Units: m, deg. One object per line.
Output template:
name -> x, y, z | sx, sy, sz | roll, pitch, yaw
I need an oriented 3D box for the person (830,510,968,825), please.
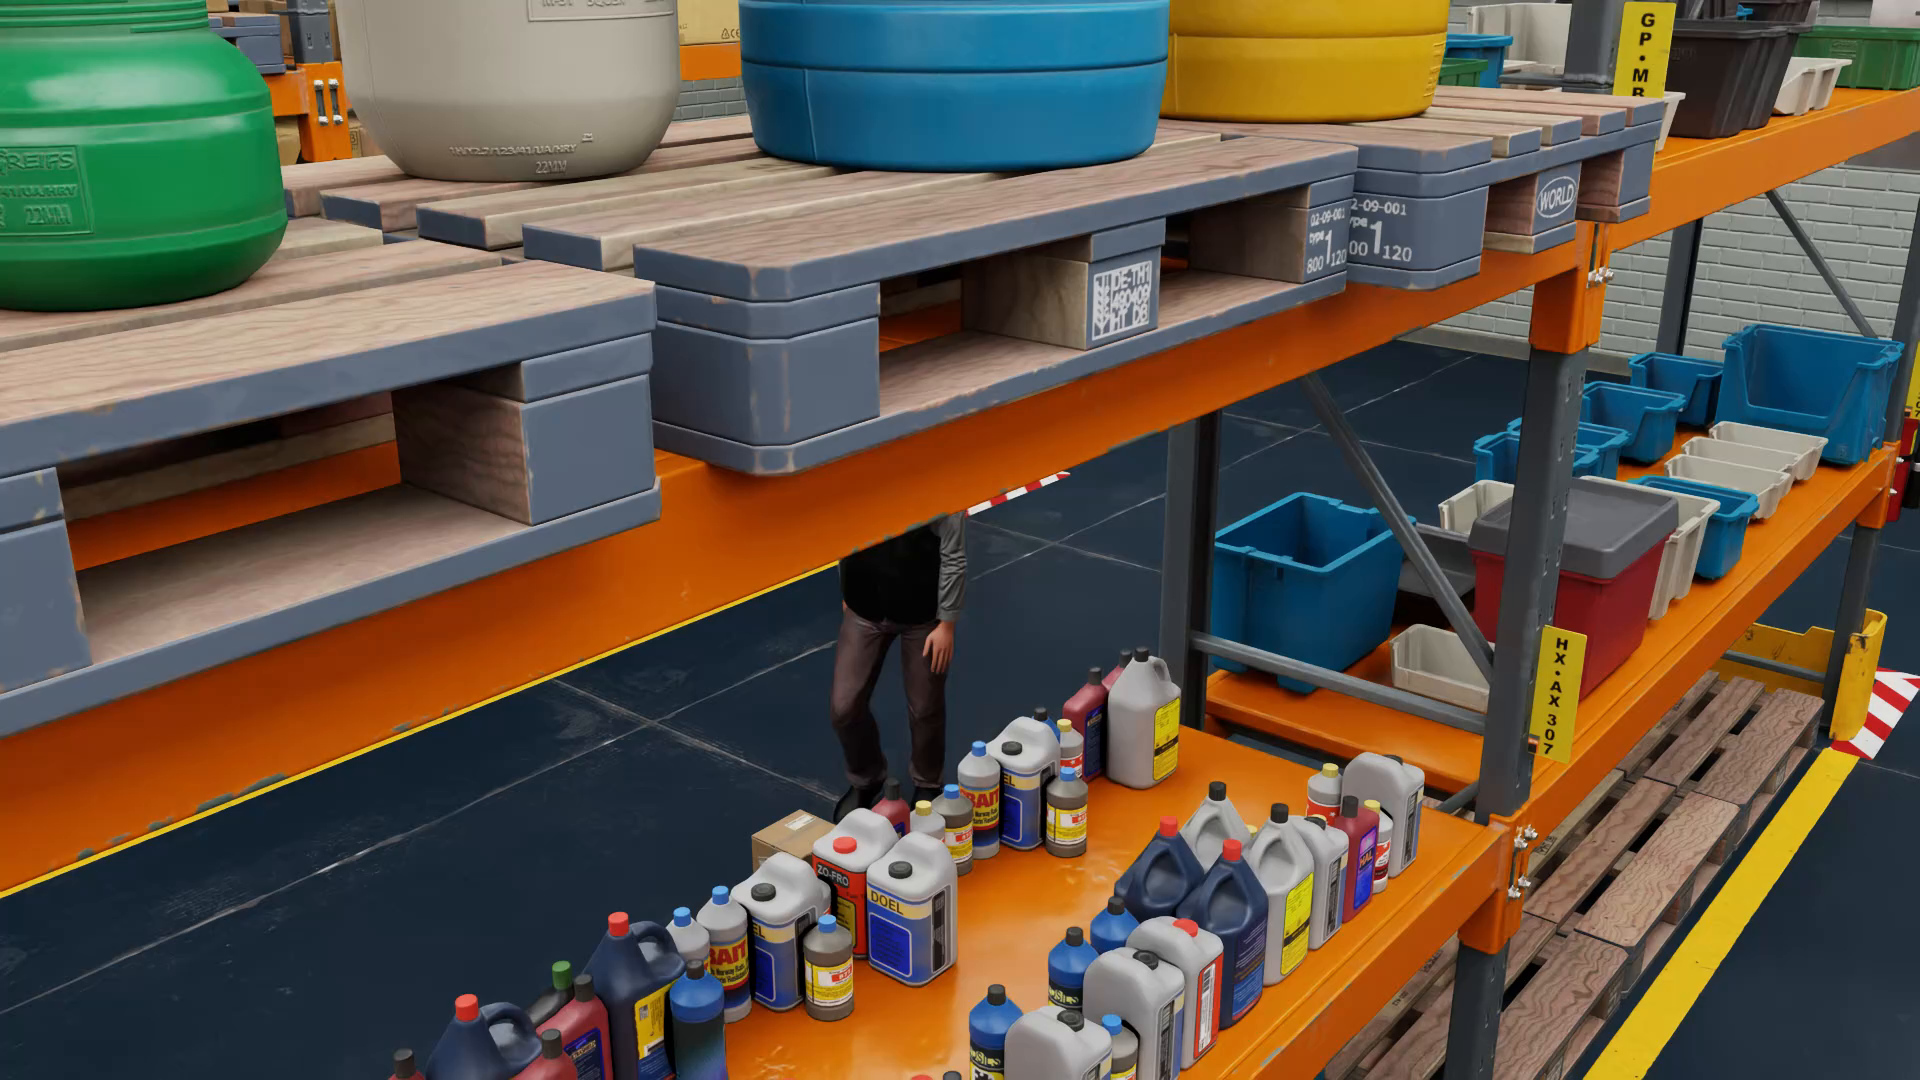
person -> -0.226, 0.295, 6.283 | 0.550, 1.743, 0.442 | 5, 21, 15
